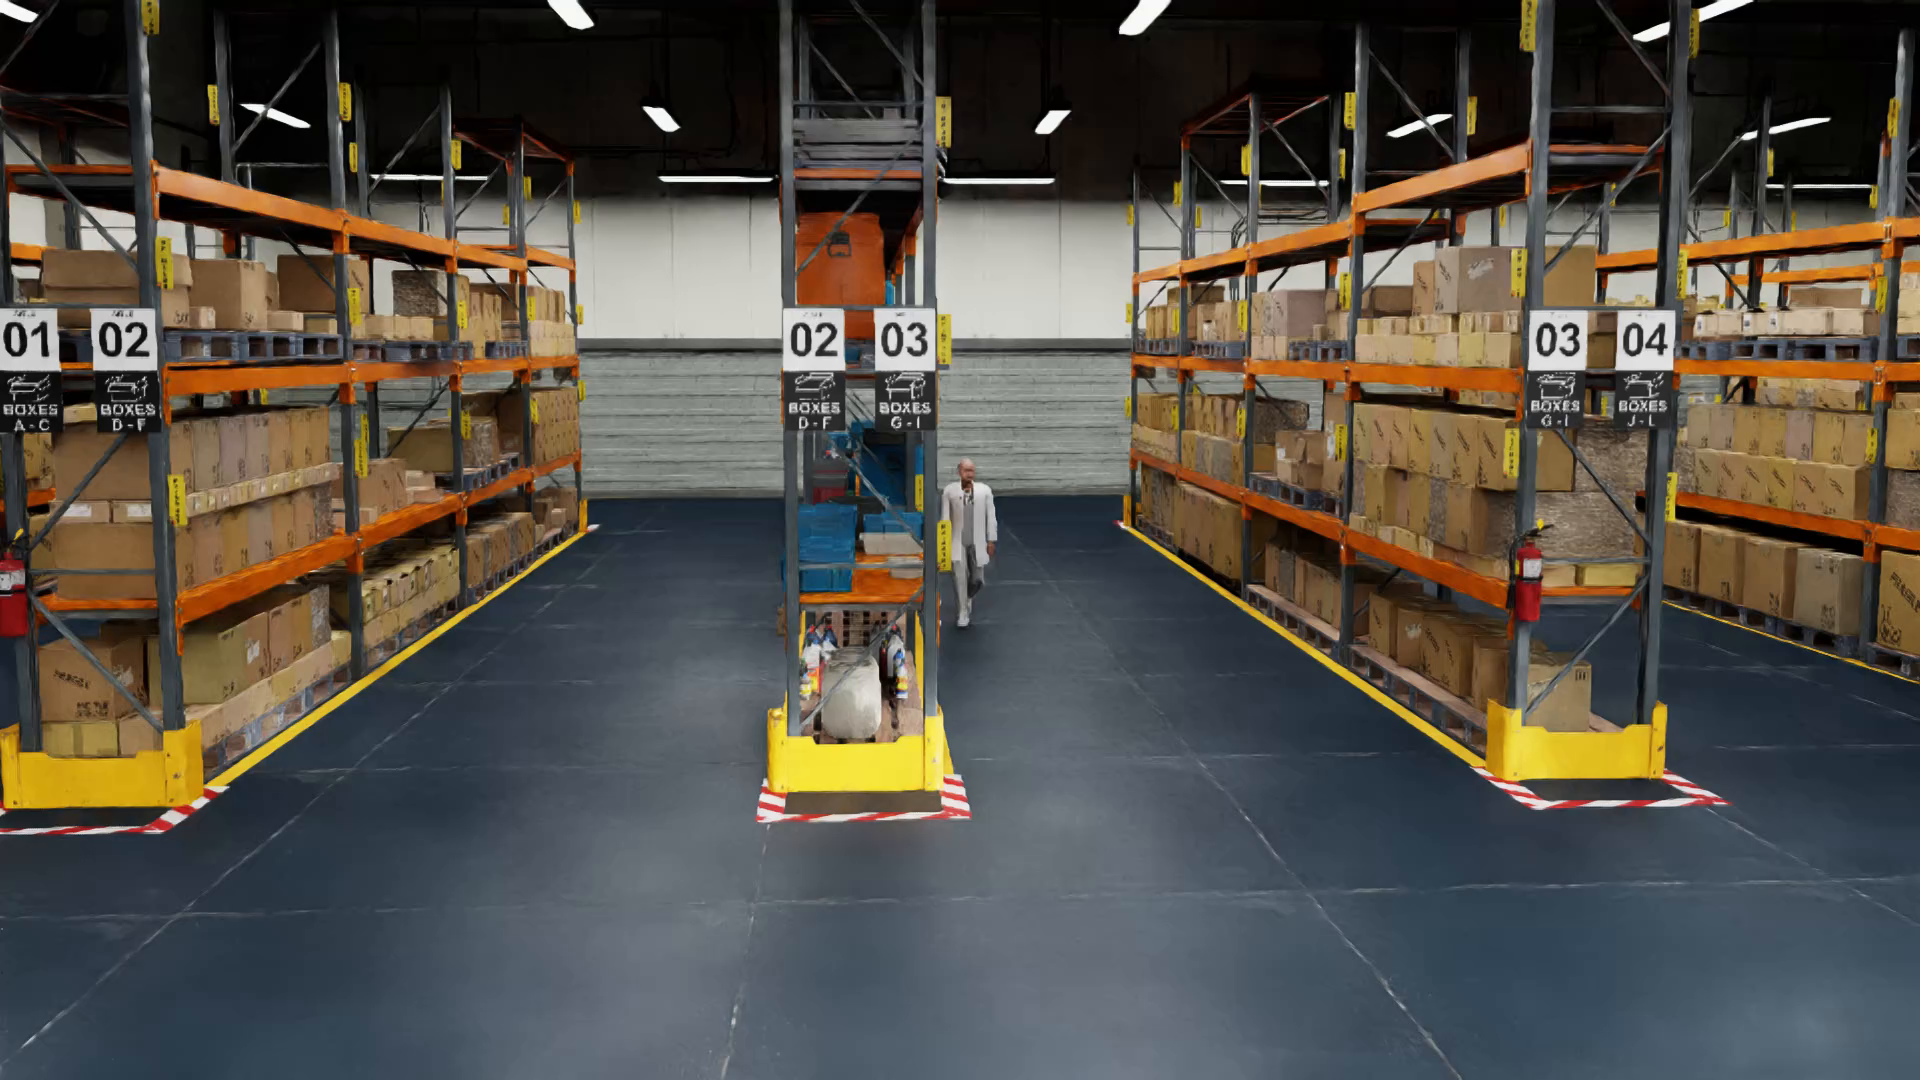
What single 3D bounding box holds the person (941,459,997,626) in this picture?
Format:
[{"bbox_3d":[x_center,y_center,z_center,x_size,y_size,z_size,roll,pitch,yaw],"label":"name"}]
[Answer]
[{"bbox_3d":[0.084,0.010,17.646,0.612,1.757,0.911,-1,7,-7],"label":"person"}]
